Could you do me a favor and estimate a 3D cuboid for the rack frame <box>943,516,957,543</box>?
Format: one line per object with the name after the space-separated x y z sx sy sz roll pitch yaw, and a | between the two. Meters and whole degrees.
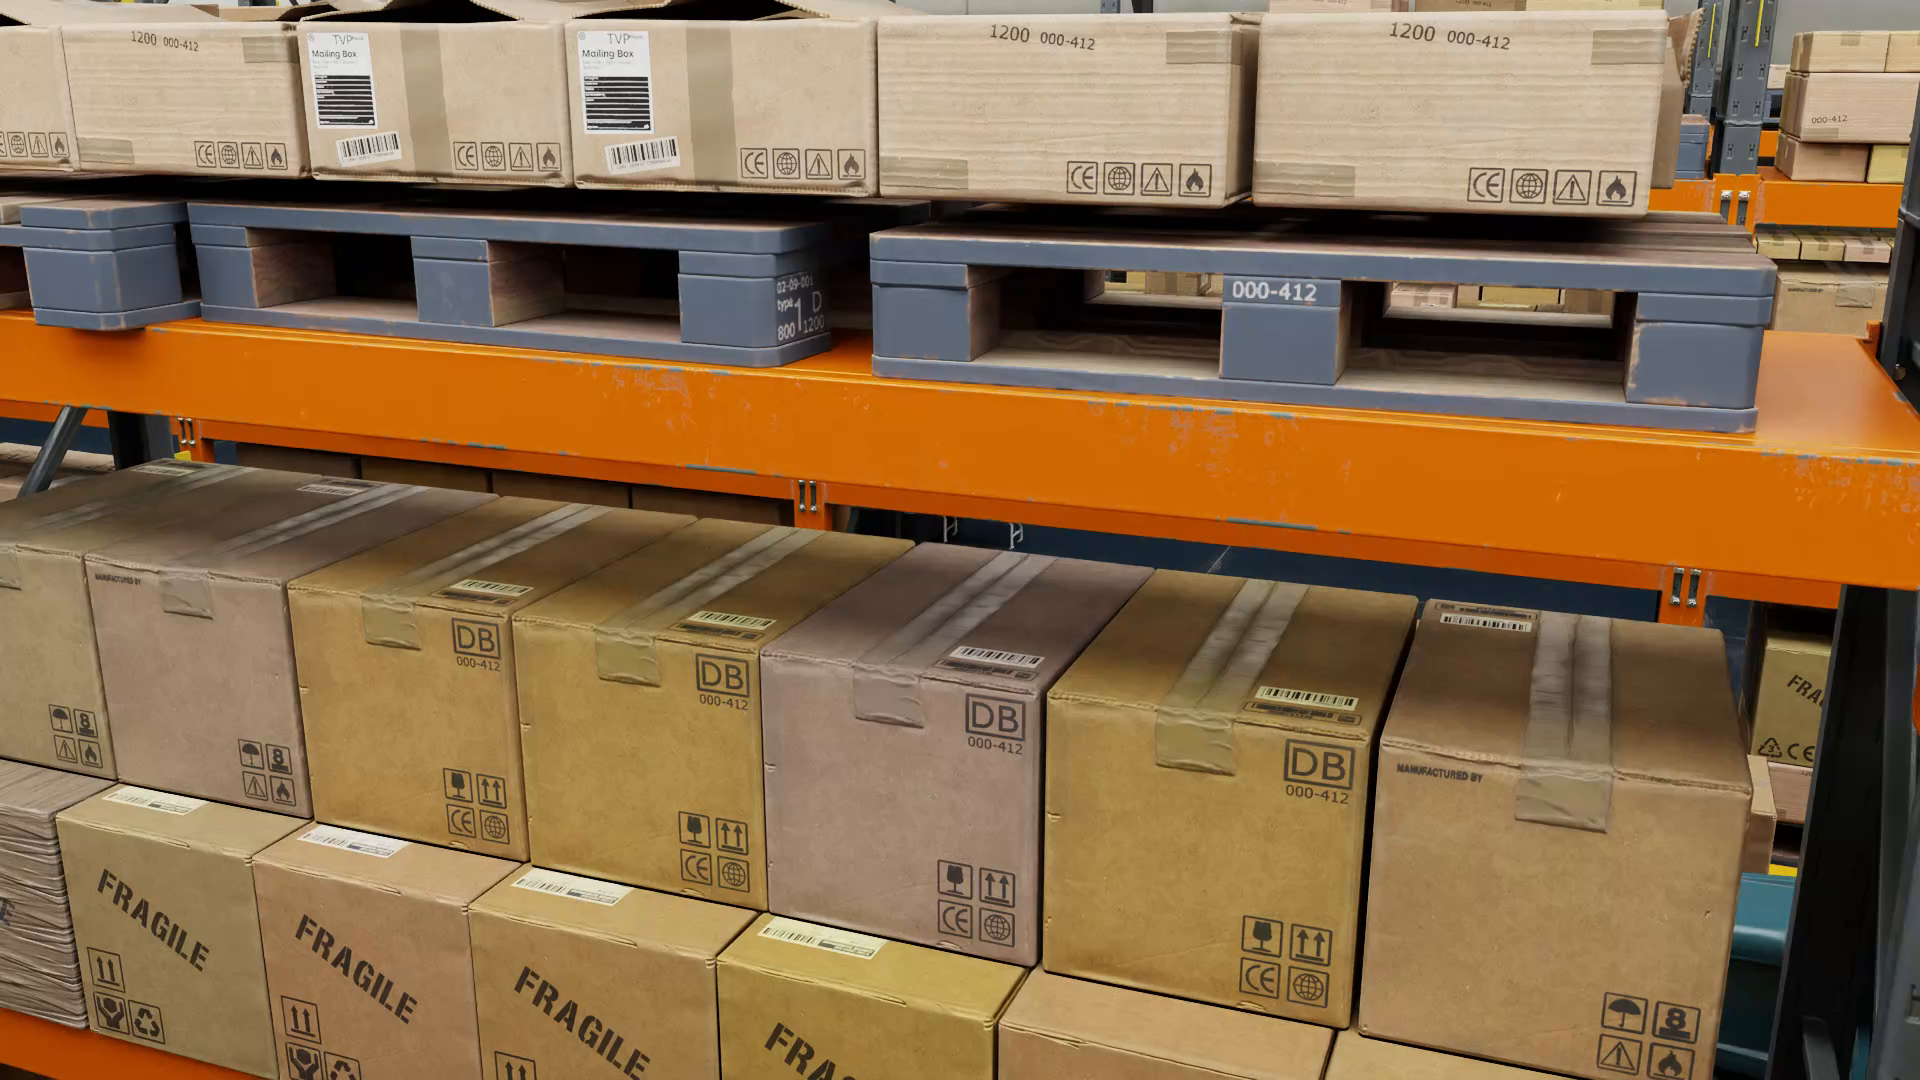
-0.069 -0.587 11.544 0.015 1.200 0.240 6 17 18 | rack frame

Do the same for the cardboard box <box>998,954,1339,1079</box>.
0.381 0.955 2.825 0.500 0.500 0.500 6 17 20 | cardboard box

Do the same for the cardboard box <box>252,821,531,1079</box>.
-1.025 0.800 3.357 0.500 0.500 0.500 6 17 21 | cardboard box

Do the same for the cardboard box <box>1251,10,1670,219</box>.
0.719 -0.610 2.352 0.500 0.250 0.500 6 17 21 | cardboard box

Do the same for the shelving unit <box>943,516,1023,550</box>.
0.162 -0.565 11.466 0.503 1.200 0.258 6 17 18 | shelving unit

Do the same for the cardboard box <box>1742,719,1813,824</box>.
3.607 0.994 7.049 0.500 0.250 0.500 5 17 18 | cardboard box

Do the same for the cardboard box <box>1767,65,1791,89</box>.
5.281 -2.988 10.724 0.250 0.149 0.380 7 17 22 | cardboard box

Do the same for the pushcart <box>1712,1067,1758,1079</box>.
2.367 1.600 5.485 0.936 0.377 1.648 0 16 1 | pushcart

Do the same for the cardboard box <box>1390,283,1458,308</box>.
1.999 -1.015 7.161 0.250 0.149 0.380 6 17 19 | cardboard box

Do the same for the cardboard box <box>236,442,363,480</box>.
-3.679 -0.212 10.083 0.875 0.875 0.875 7 18 22 | cardboard box

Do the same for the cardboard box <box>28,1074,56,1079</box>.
-1.753 1.594 4.085 0.750 0.750 1.050 6 17 20 | cardboard box

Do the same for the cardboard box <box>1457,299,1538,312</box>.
2.360 -0.821 7.657 0.500 0.500 0.500 6 17 21 | cardboard box

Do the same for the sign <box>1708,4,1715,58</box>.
4.785 -3.241 10.587 0.005 0.325 0.100 6 17 21 | sign

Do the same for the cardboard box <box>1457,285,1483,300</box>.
3.470 -1.800 11.865 0.500 0.250 0.500 7 17 22 | cardboard box

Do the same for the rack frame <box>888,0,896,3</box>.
-0.564 -3.546 7.747 0.127 3.000 1.000 6 17 21 | rack frame

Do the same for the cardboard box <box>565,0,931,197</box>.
-0.276 -0.731 2.659 0.500 0.311 0.500 6 17 19 | cardboard box

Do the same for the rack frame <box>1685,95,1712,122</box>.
4.975 -1.543 11.609 0.127 3.000 1.000 6 17 21 | rack frame

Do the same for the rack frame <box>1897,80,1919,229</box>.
1.435 -1.842 1.879 0.127 3.000 1.000 6 17 21 | rack frame

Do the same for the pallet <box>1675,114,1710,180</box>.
2.622 -1.697 7.094 1.003 0.211 1.213 6 17 21 | pallet

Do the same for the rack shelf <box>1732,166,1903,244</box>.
5.018 -1.146 6.151 4.000 0.370 1.077 6 17 21 | rack shelf

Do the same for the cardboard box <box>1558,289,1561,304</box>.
4.133 -1.884 12.154 0.500 0.250 0.500 6 17 20 | cardboard box

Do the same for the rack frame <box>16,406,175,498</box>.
-2.286 0.629 4.125 0.127 3.000 1.000 6 17 21 | rack frame

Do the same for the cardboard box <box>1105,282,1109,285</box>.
0.446 -1.033 8.385 0.500 0.500 0.500 6 17 20 | cardboard box

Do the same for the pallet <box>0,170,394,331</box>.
-1.668 -0.668 3.554 1.003 0.211 1.213 7 18 23 | pallet

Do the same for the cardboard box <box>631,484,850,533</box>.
-1.176 0.062 9.138 0.875 0.875 0.875 6 17 20 | cardboard box

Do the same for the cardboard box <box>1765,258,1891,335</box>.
3.487 -0.825 6.630 0.500 0.500 0.700 6 17 20 | cardboard box

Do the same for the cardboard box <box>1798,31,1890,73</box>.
3.330 -1.841 6.276 0.250 0.149 0.380 6 17 20 | cardboard box

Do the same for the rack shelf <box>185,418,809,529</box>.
-2.424 -0.524 9.388 4.000 0.370 1.077 6 17 21 | rack shelf

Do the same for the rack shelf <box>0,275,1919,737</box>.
-0.426 -0.261 3.102 4.000 0.370 1.077 6 17 21 | rack shelf

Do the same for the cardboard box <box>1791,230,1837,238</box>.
5.852 -2.031 11.414 0.250 0.149 0.380 6 17 20 | cardboard box

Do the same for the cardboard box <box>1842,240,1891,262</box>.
5.881 -1.856 10.810 0.250 0.149 0.380 7 17 22 | cardboard box

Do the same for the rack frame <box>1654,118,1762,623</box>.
3.157 -0.255 7.173 0.127 3.000 1.000 6 17 21 | rack frame

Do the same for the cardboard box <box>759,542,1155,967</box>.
0.022 0.357 3.090 0.500 0.500 0.700 6 17 21 | cardboard box

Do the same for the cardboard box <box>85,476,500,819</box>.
-1.401 0.201 3.628 0.500 0.500 0.700 6 17 20 | cardboard box

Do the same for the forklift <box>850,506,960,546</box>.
-1.523 -1.556 11.775 3.031 2.935 1.130 6 17 18 | forklift

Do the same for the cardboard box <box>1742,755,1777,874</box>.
2.532 1.046 5.816 0.500 0.500 0.500 6 17 21 | cardboard box

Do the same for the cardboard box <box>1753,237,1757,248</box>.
5.163 -1.936 11.086 0.250 0.149 0.380 7 17 22 | cardboard box

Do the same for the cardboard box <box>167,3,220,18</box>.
-4.755 -2.927 9.883 0.500 0.500 0.500 7 17 22 | cardboard box

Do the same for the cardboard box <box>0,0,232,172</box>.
-1.693 -0.887 3.195 0.500 0.311 0.500 6 17 21 | cardboard box

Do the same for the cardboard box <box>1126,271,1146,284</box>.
1.568 -2.005 12.573 0.500 0.250 0.500 6 17 21 | cardboard box

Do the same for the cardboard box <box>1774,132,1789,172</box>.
3.563 -1.622 6.952 0.250 0.149 0.380 6 17 21 | cardboard box

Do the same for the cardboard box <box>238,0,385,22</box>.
-1.204 -0.989 3.547 0.500 0.311 0.500 6 17 21 | cardboard box

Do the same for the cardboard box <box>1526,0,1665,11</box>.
2.571 -2.092 6.738 0.500 0.250 0.500 7 17 22 | cardboard box
